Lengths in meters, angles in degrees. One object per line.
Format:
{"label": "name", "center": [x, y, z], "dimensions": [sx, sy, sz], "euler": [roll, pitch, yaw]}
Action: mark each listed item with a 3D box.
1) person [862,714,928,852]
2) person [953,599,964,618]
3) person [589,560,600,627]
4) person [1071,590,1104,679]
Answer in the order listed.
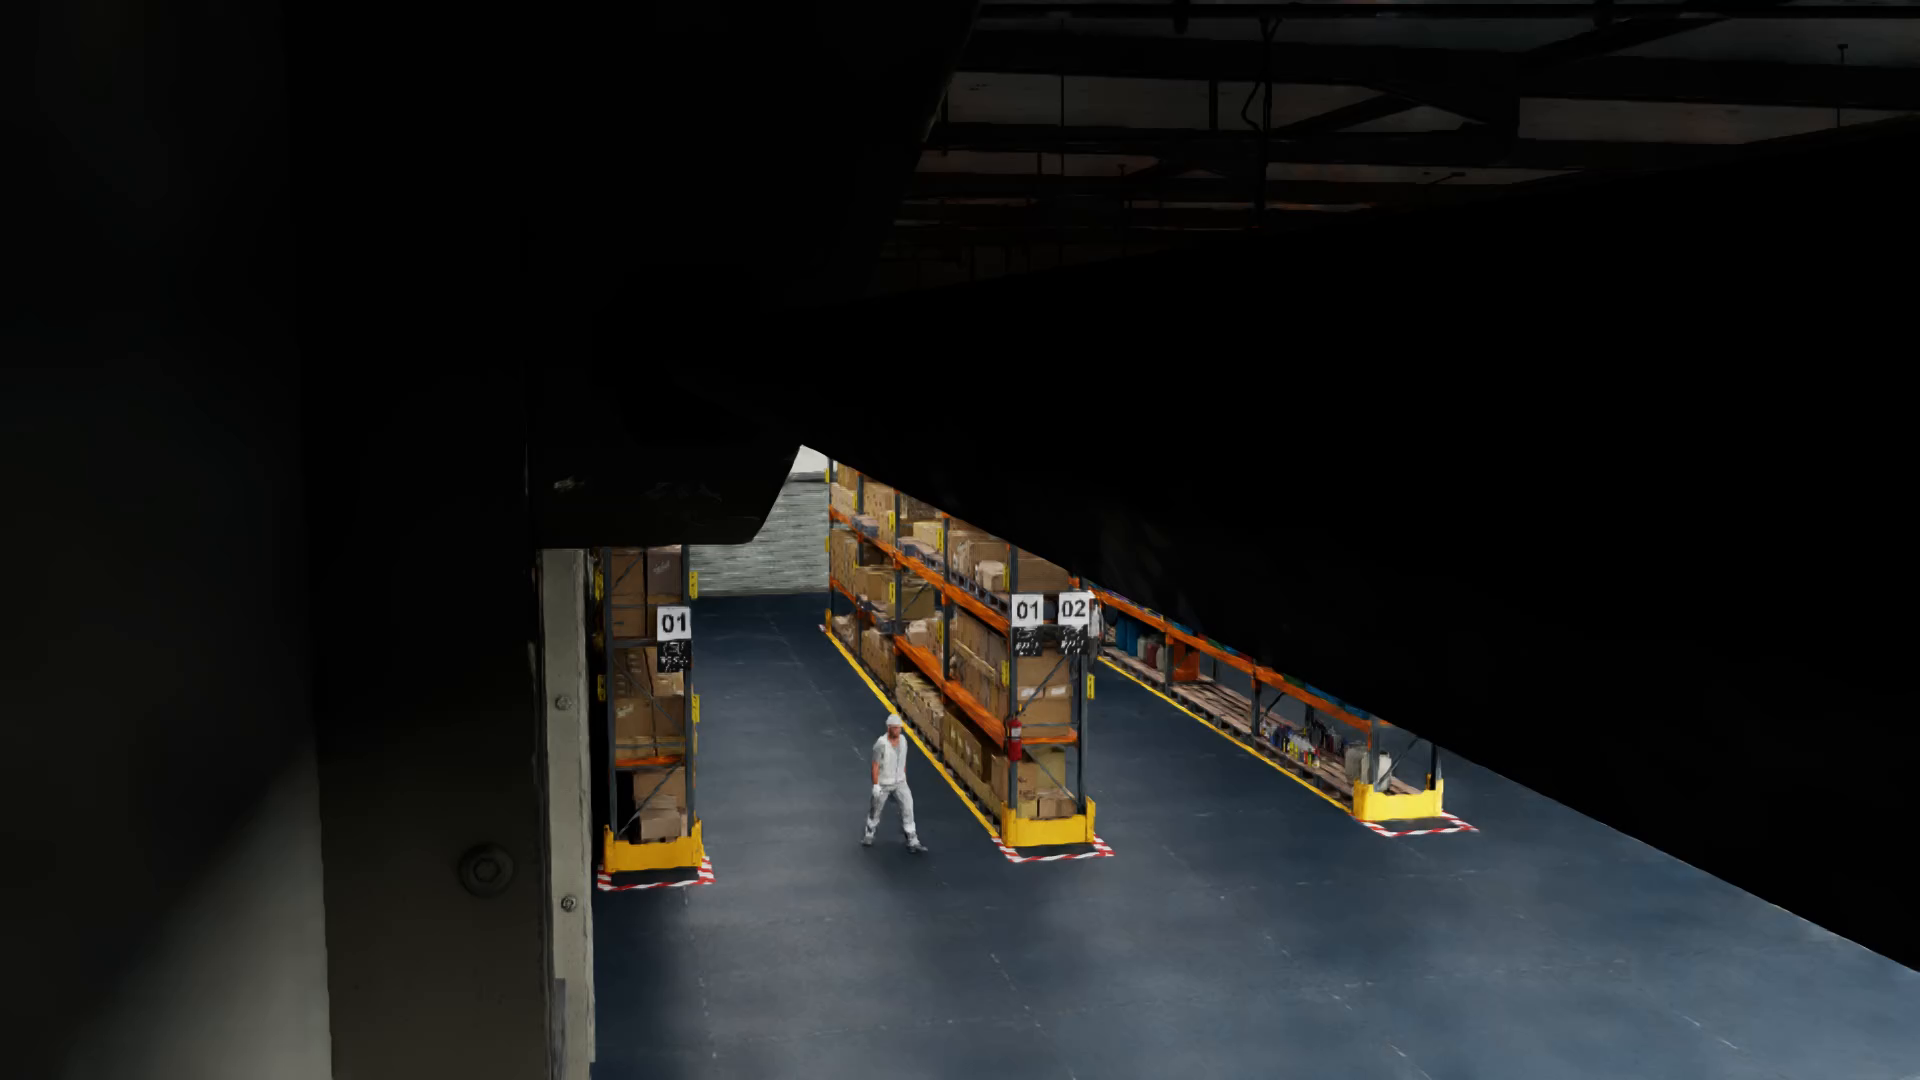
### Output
{"label": "person", "center": [-0.841, 3.017, 20.737], "dimensions": [0.597, 1.745, 0.965], "euler": [-5, 8, -35]}
{"label": "person", "center": [0.043, 1.501, 33.859], "dimensions": [0.502, 1.624, 0.989], "euler": [-2, 7, -14]}
{"label": "person", "center": [-7.987, 1.060, 36.911], "dimensions": [0.531, 1.770, 0.759], "euler": [2, 7, 16]}
{"label": "person", "center": [2.381, 1.782, 31.209], "dimensions": [0.677, 1.725, 0.574], "euler": [-2, 7, -14]}
